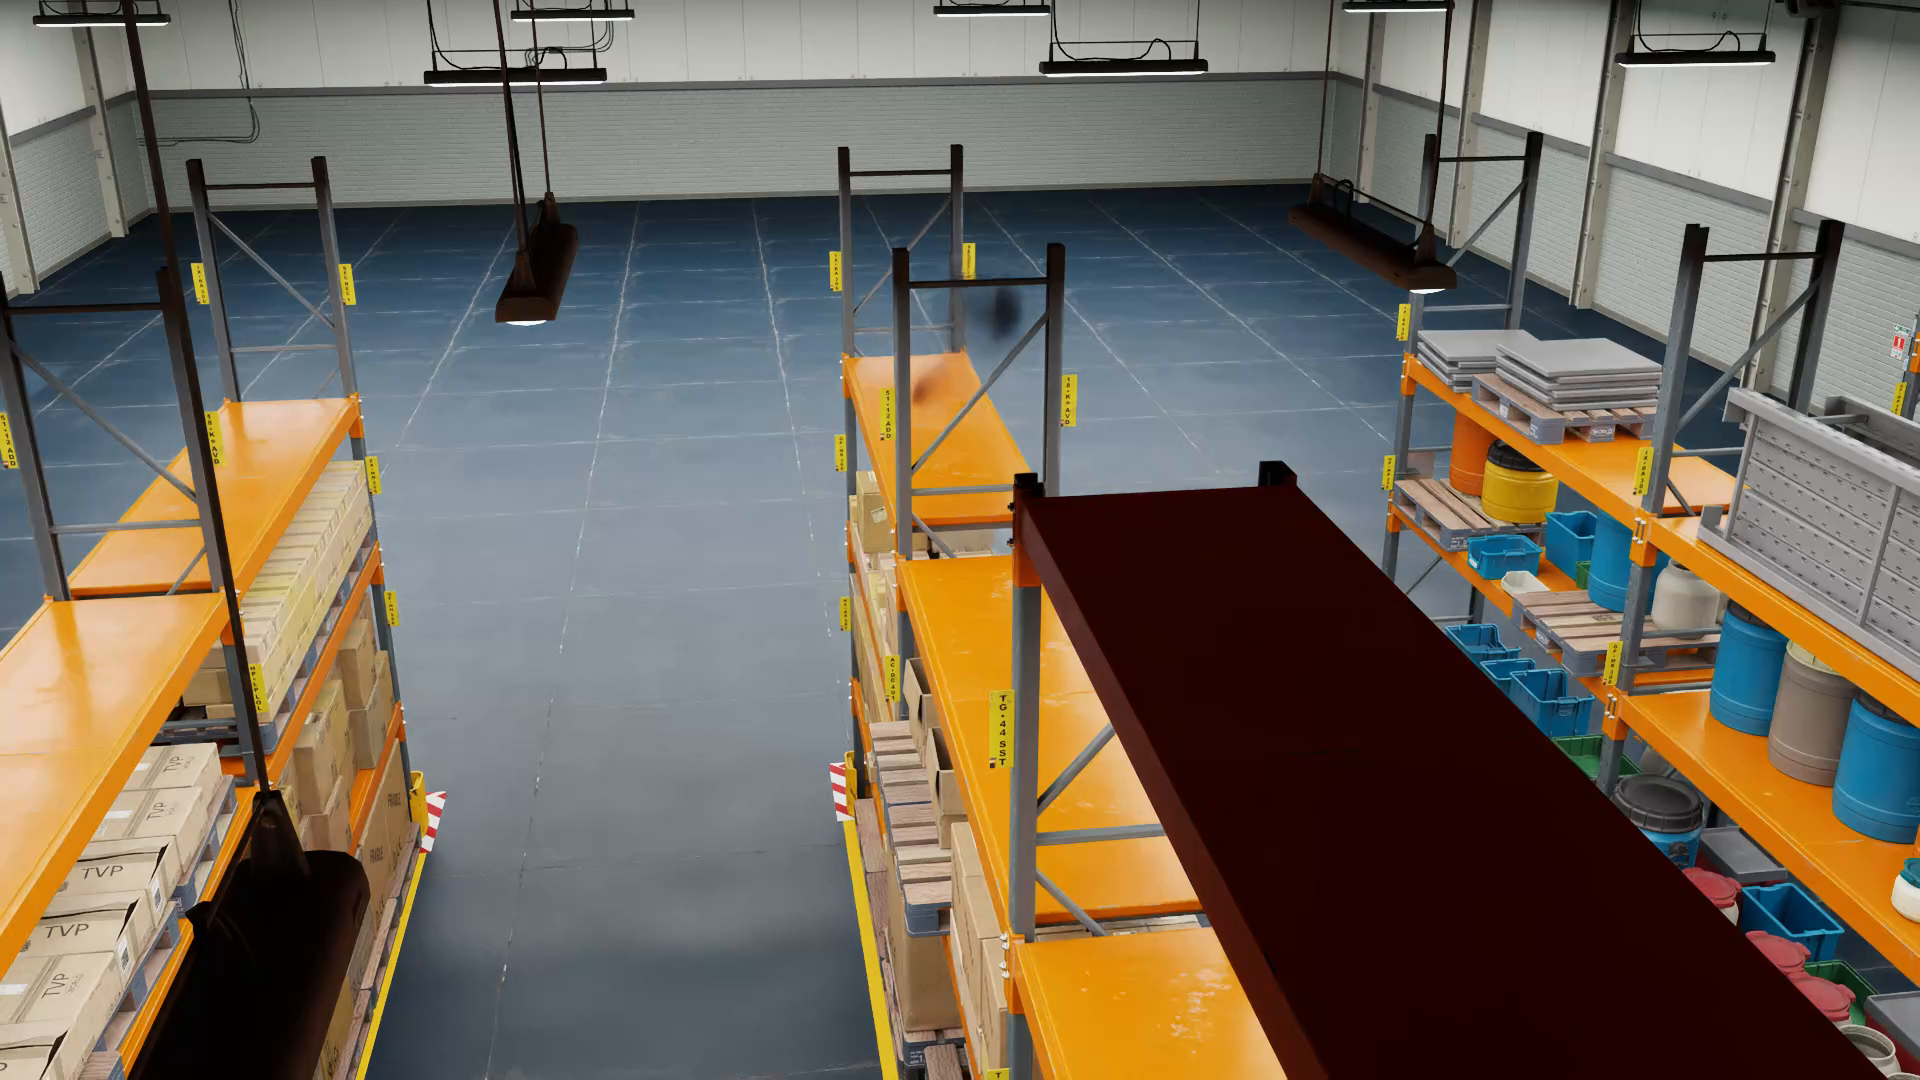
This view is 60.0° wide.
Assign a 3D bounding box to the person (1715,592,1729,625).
[{"bbox_3d":[8.456,0.466,18.197,0.723,1.730,0.666,13,25,29],"label":"person"}]

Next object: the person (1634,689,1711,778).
[{"bbox_3d":[6.366,1.795,14.779,0.664,1.749,0.587,-9,23,-21],"label":"person"}]
